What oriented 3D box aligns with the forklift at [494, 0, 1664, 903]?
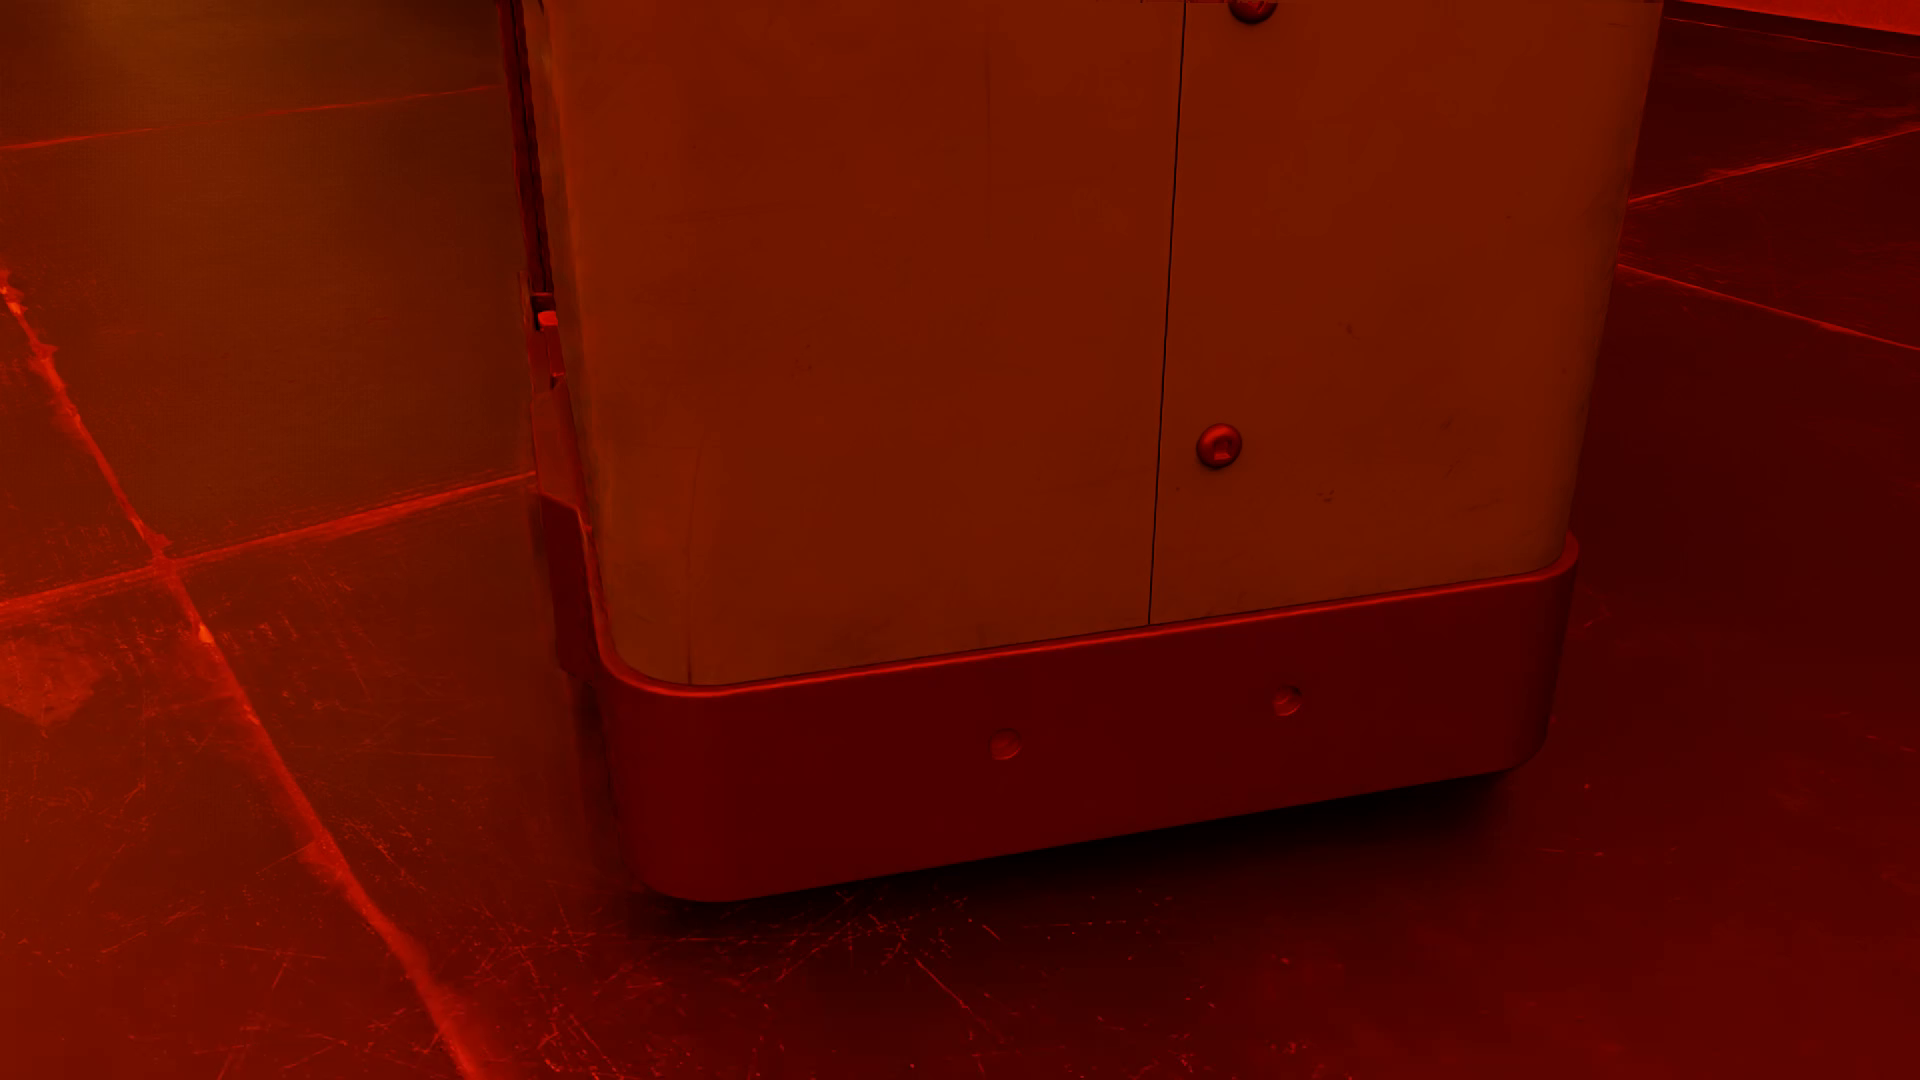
[{"bbox_3d":[-0.211,-1.596,2.412,1.130,2.935,3.031,-7,27,-14],"label":"forklift"}]
